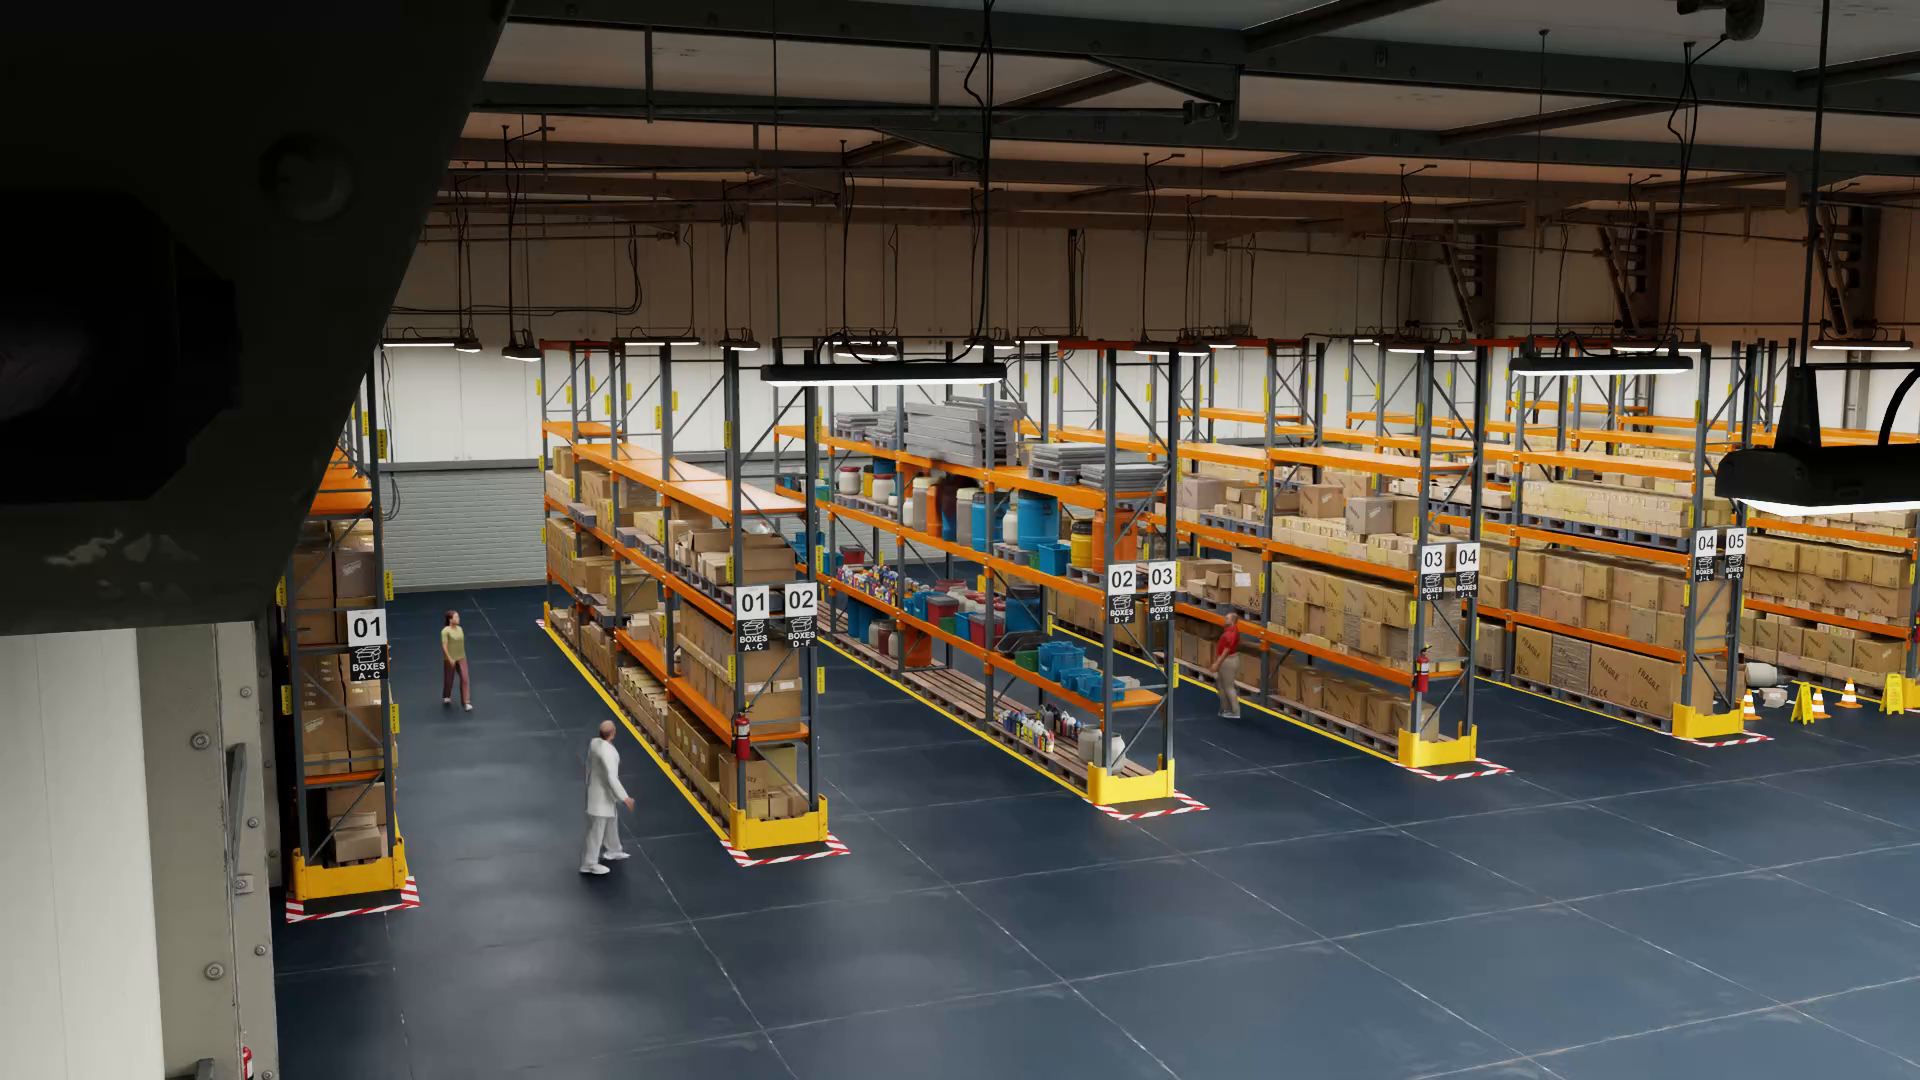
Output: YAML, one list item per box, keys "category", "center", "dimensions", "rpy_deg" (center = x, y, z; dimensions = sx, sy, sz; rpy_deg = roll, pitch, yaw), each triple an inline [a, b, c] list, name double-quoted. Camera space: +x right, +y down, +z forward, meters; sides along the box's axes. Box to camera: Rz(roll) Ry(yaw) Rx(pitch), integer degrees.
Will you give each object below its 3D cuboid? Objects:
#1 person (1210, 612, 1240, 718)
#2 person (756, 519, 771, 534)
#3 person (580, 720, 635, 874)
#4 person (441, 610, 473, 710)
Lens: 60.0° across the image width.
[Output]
- category: "person"
  center: [4.277, 2.050, 26.707]
  dimensions: [0.538, 1.800, 0.586]
  rpy_deg: [4, 9, 29]
- category: "person"
  center: [-4.722, 0.226, 40.393]
  dimensions: [1.052, 1.751, 0.687]
  rpy_deg: [0, 7, -3]
- category: "person"
  center: [-4.136, 2.969, 19.375]
  dimensions: [0.636, 1.805, 0.729]
  rpy_deg: [-2, 8, -16]
- category: "person"
  center: [-8.334, 1.967, 27.386]
  dimensions: [0.414, 1.625, 1.006]
  rpy_deg: [-4, 9, -30]
